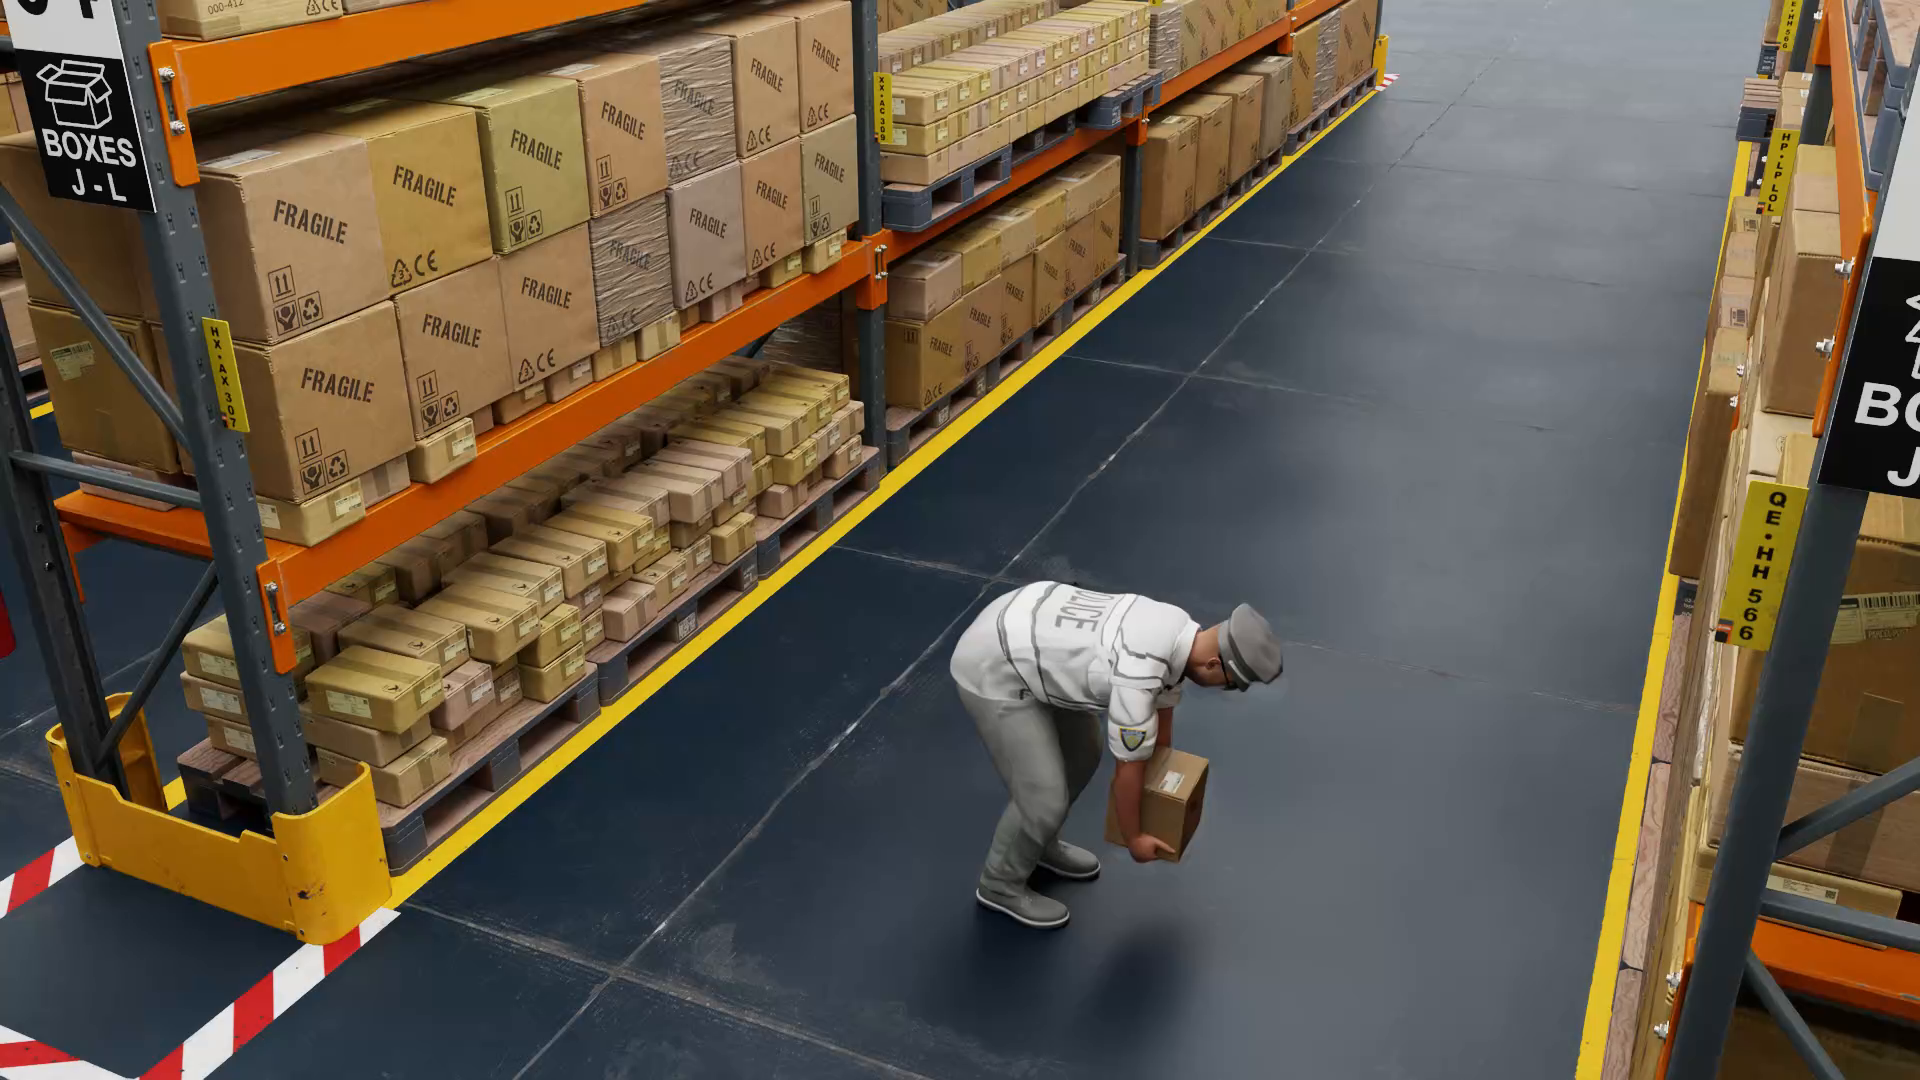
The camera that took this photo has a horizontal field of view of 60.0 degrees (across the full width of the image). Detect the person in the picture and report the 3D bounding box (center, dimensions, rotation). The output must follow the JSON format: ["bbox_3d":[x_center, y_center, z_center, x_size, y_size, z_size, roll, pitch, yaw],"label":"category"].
[{"bbox_3d":[0.421,0.526,5.279,0.862,1.537,0.476,11,28,21],"label":"person"}]
